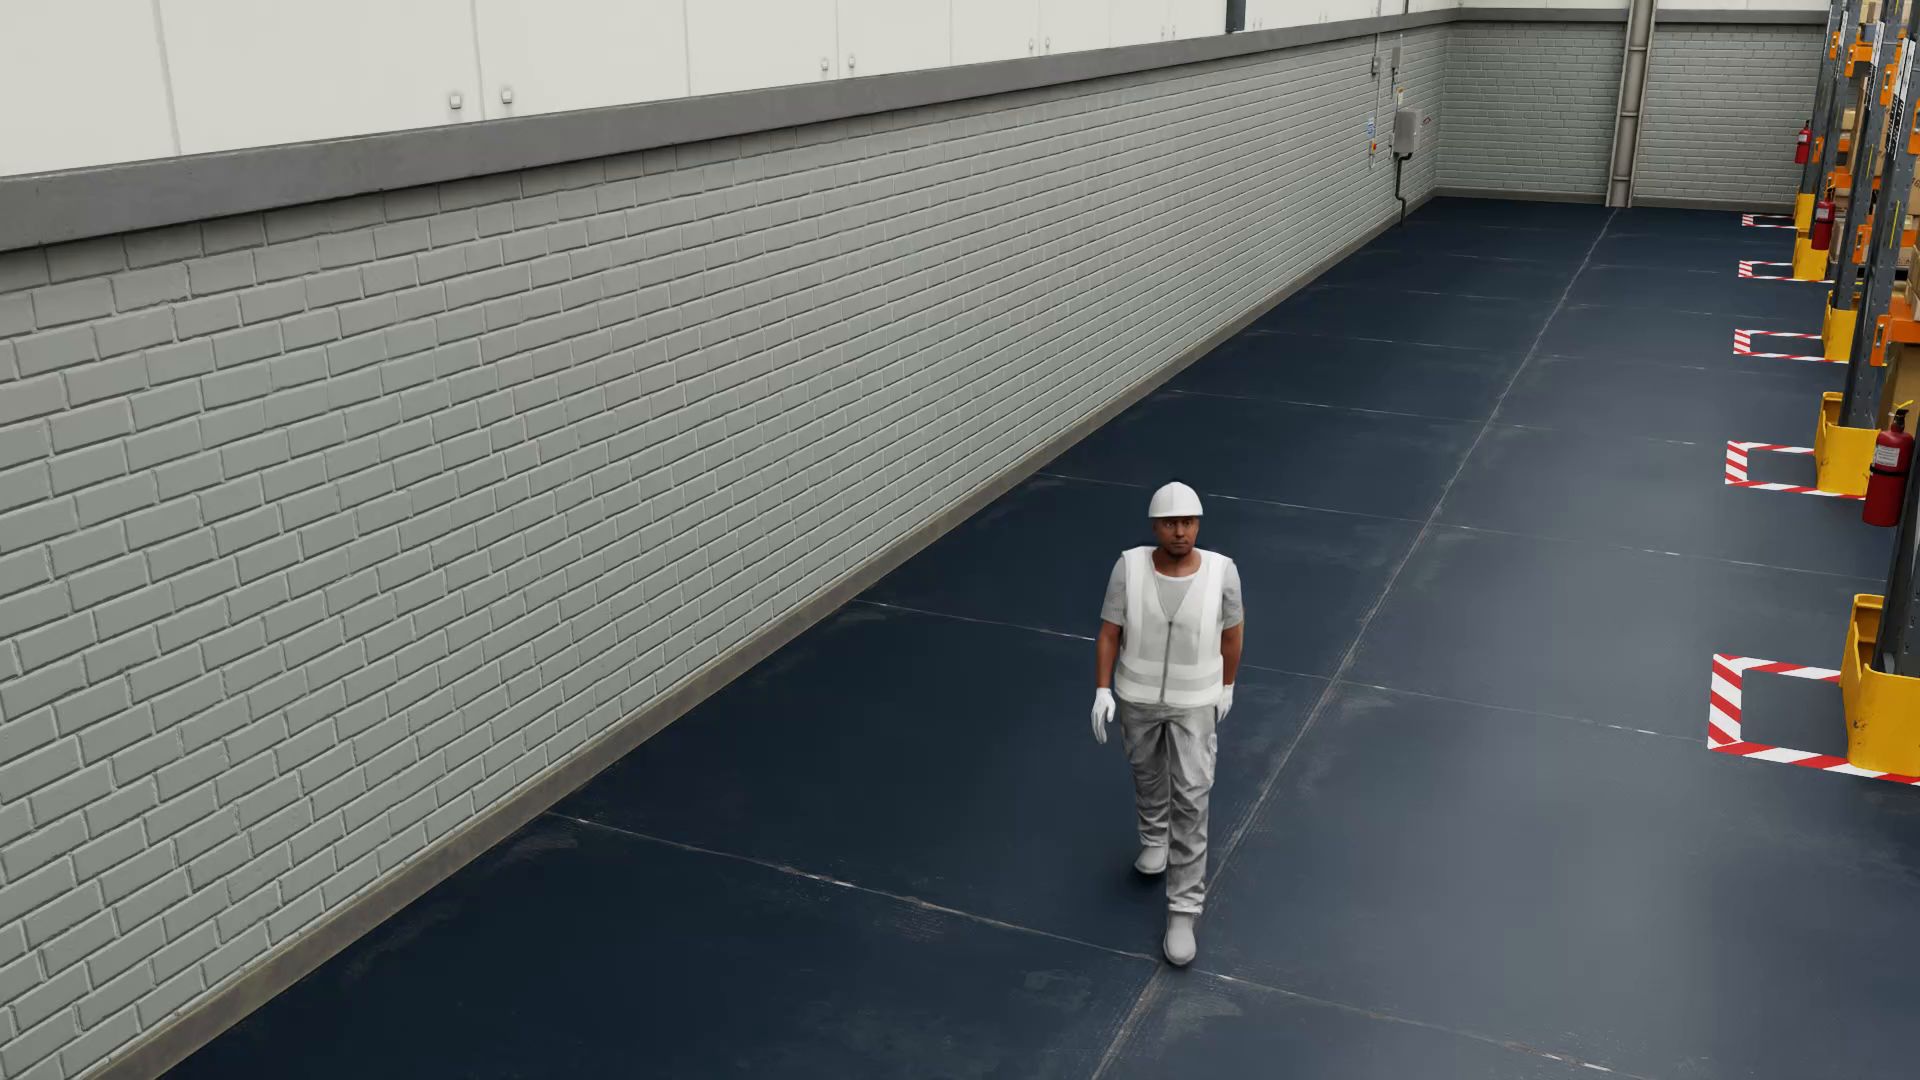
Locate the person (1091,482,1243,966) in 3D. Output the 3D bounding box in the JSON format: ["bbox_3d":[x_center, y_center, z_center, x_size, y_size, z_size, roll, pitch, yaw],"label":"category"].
[{"bbox_3d":[0.797,0.659,6.560,0.548,1.754,0.898,5,19,14],"label":"person"}]
